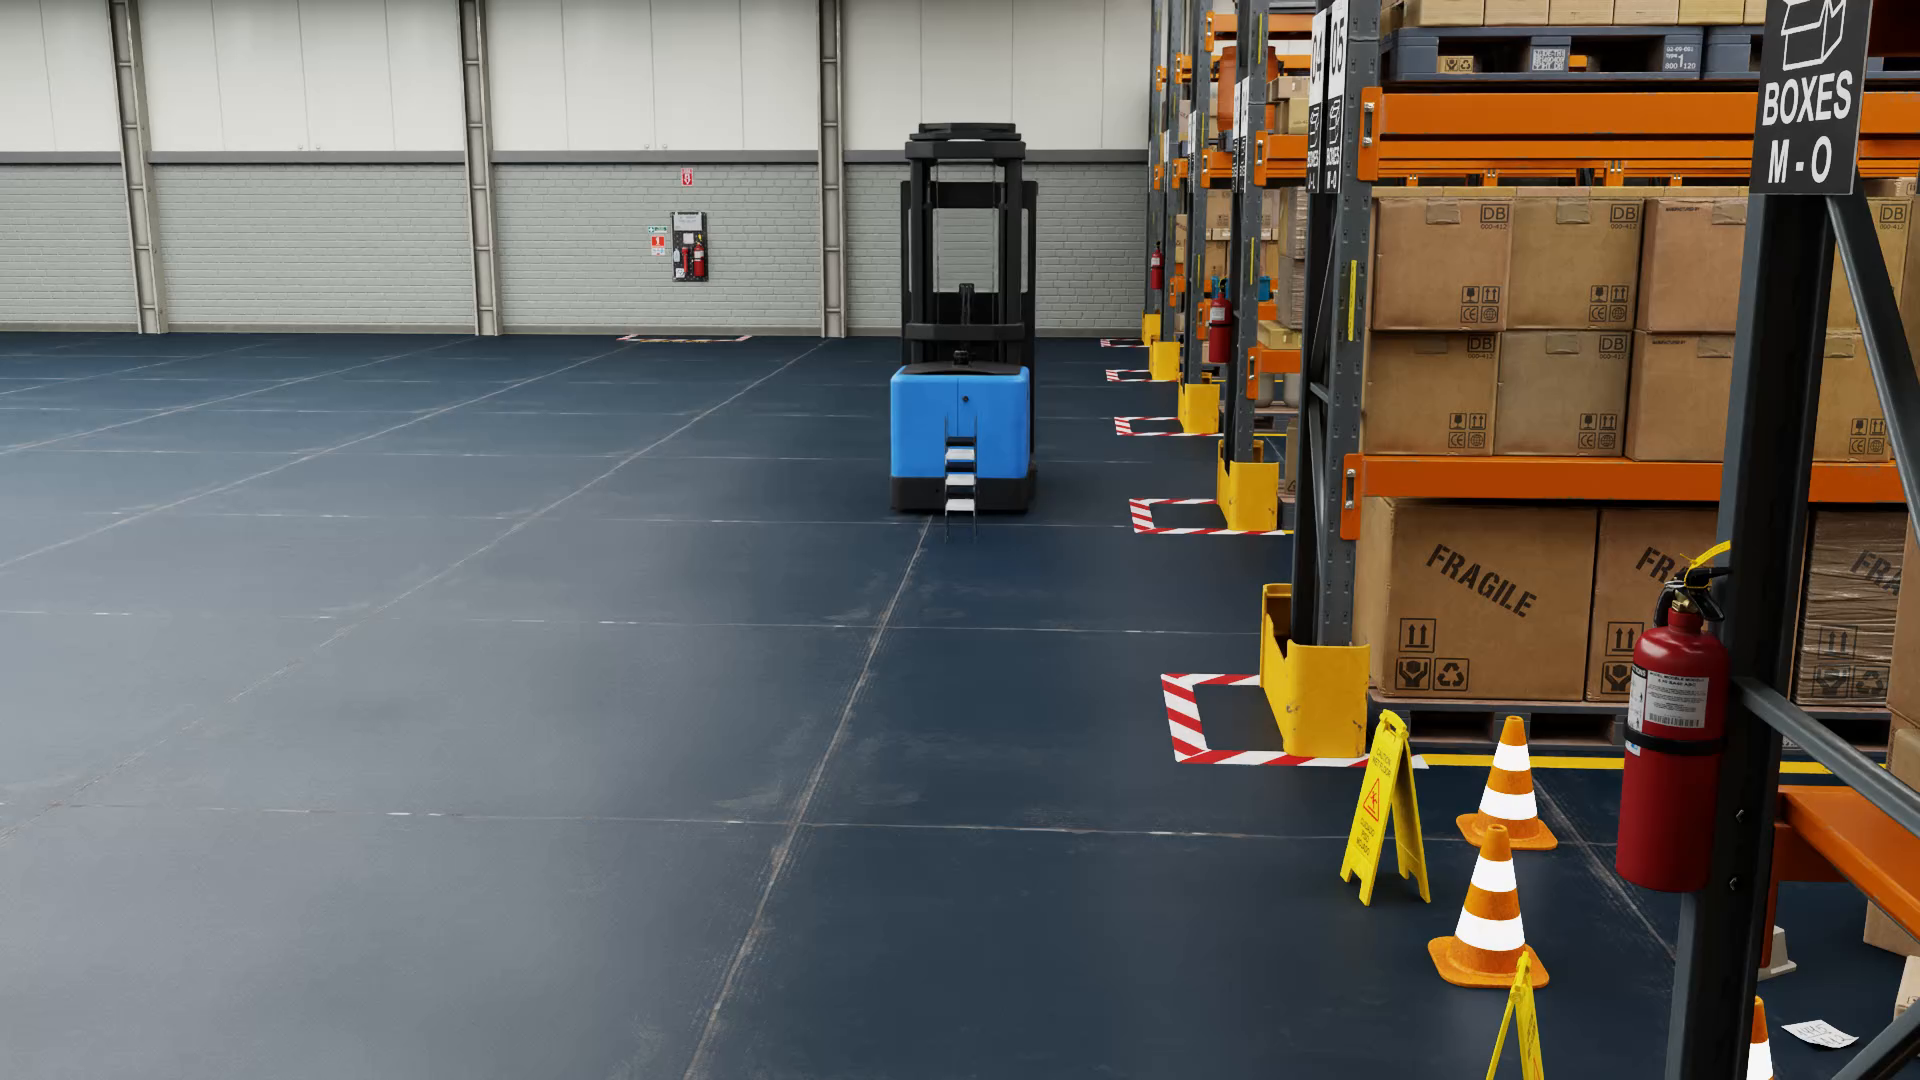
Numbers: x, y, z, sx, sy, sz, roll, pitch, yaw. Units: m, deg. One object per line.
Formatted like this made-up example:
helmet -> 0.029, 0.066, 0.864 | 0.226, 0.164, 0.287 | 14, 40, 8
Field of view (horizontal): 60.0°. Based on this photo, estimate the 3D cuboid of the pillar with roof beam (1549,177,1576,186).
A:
pillar with roof beam -> 9.541, -6.829, 22.435 | 0.400, 9.000, 9.100 | 1, 12, 4

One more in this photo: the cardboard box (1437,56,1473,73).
cardboard box -> 3.556, -3.483, 11.575 | 0.500, 0.500, 0.500 | 1, 12, 4

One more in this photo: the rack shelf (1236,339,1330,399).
rack shelf -> 4.088, -1.272, 12.278 | 4.000, 0.370, 1.077 | 1, 12, 4

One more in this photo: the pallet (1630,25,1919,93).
pallet -> 3.622, -2.040, 7.084 | 1.213, 0.211, 1.003 | 1, 12, 4

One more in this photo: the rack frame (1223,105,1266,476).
rack frame -> 2.093, -1.651, 12.335 | 0.127, 3.000, 1.000 | 1, 12, 4

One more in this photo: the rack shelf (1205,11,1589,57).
rack shelf -> 4.419, -5.024, 16.542 | 4.000, 0.370, 1.077 | 1, 12, 4

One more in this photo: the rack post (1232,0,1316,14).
rack post -> 3.169, -5.318, 16.435 | 0.954, 0.300, 0.937 | 2, 12, 10

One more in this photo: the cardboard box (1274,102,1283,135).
cardboard box -> 2.591, -3.091, 12.260 | 0.500, 0.250, 0.500 | 1, 12, 5

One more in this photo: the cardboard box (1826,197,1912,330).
cardboard box -> 3.670, -1.223, 7.287 | 0.500, 0.550, 0.875 | 1, 12, 4

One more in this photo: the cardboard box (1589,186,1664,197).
cardboard box -> 4.619, -2.244, 11.756 | 0.500, 0.500, 0.500 | 1, 12, 4

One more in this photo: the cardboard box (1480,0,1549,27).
cardboard box -> 2.235, -2.165, 6.811 | 0.250, 0.149, 0.380 | 1, 12, 4

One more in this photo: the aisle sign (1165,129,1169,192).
aisle sign -> 2.672, -4.886, 21.448 | 0.004, 0.787, 0.394 | 1, 12, 4

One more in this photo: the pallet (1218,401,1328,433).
pallet -> 3.313, -1.294, 17.440 | 1.213, 0.211, 1.003 | 1, 12, 4

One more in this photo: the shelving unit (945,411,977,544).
shelving unit -> 0.008, -0.440, 11.675 | 0.210, 0.900, 0.258 | 1, 12, 4

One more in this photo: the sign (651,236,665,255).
sign -> -5.153, -5.024, 28.371 | 0.234, 0.329, 0.001 | 1, 12, 4

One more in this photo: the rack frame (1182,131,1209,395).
rack frame -> 2.424, -2.663, 17.172 | 0.127, 3.000, 1.000 | 1, 12, 4

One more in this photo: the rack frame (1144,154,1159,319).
rack frame -> 3.086, -4.687, 26.847 | 0.127, 3.000, 1.000 | 1, 12, 4

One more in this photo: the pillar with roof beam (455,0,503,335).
pillar with roof beam -> -8.419, -7.075, 23.613 | 0.400, 9.000, 9.100 | 1, 12, 4

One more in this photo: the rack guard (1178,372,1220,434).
rack guard -> 2.503, -1.448, 17.469 | 0.348, 0.500, 1.175 | 1, 12, 4

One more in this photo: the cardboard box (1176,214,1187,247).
cardboard box -> 3.542, -4.922, 26.459 | 0.500, 0.500, 0.500 | 1, 12, 4

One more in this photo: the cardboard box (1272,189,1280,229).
cardboard box -> 4.304, -4.336, 21.758 | 0.500, 0.500, 0.700 | 1, 12, 4

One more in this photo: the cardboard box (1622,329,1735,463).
cardboard box -> 3.134, -0.680, 7.328 | 0.550, 0.550, 0.875 | 1, 12, 4

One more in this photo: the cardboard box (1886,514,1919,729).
cardboard box -> 1.990, 0.130, 2.849 | 0.500, 0.500, 0.500 | 1, 12, 3

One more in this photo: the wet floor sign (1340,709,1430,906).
wet floor sign -> 1.499, 0.917, 5.807 | 0.232, 0.644, 0.267 | -1, 12, -6

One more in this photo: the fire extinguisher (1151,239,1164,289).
fire extinguisher -> 2.672, -3.733, 22.479 | 0.183, 0.674, 0.296 | 1, 12, 4

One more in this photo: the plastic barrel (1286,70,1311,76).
plastic barrel -> 3.570, -4.439, 16.852 | 0.600, 0.588, 0.600 | 0, 12, 0

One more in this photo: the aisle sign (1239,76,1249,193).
aisle sign -> 2.011, -2.863, 11.780 | 0.004, 0.787, 0.394 | 1, 12, 4

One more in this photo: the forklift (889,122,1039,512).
forklift -> 0.084, -1.903, 13.707 | 1.130, 2.935, 3.031 | 1, 12, 4

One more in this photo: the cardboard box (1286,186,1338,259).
cardboard box -> 2.623, -2.272, 11.890 | 0.500, 0.500, 0.500 | 1, 12, 4

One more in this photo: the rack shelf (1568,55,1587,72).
rack shelf -> 8.745, -5.981, 21.117 | 4.000, 0.370, 1.077 | 1, 12, 4

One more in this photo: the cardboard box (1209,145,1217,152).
cardboard box -> 3.936, -6.143, 26.192 | 0.500, 0.500, 0.500 | 2, 12, 8

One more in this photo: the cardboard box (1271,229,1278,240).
cardboard box -> 4.166, -3.978, 21.631 | 0.250, 0.149, 0.380 | 0, 12, 2

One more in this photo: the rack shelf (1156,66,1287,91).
rack shelf -> 5.081, -7.242, 26.176 | 4.000, 0.370, 1.077 | 1, 12, 4

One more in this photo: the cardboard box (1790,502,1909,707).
cardboard box -> 4.129, 0.216, 7.575 | 0.875, 0.875, 0.875 | 1, 12, 4

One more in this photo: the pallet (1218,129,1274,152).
pallet -> 3.243, -4.007, 16.735 | 1.213, 0.211, 1.003 | 1, 12, 4

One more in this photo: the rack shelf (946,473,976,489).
rack shelf -> 0.008, -0.408, 11.682 | 0.200, 0.077, 0.258 | 1, 12, 4

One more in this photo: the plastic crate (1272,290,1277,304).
plastic crate -> 3.295, -2.456, 16.826 | 0.250, 0.136, 0.298 | 1, 12, 4

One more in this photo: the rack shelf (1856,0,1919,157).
rack shelf -> 3.426, -0.715, 2.292 | 4.000, 0.370, 1.077 | 1, 12, 4

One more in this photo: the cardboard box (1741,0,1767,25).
cardboard box -> 3.240, -2.151, 6.745 | 0.250, 0.149, 0.380 | 1, 12, 3

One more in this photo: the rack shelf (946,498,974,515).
rack shelf -> 0.008, -0.232, 11.719 | 0.200, 0.077, 0.258 | 1, 12, 4

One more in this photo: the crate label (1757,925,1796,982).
crate label -> 2.469, 1.284, 5.297 | 0.298, 0.136, 0.250 | -6, 13, -26

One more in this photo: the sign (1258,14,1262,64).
sign -> 2.057, -3.436, 11.408 | 0.005, 0.325, 0.100 | 1, 12, 4

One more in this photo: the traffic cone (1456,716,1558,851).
traffic cone -> 2.095, 0.900, 6.336 | 0.334, 0.463, 0.336 | 1, 12, 4

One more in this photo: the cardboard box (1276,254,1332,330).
cardboard box -> 2.640, -1.832, 12.231 | 0.500, 0.500, 0.875 | 1, 12, 4
